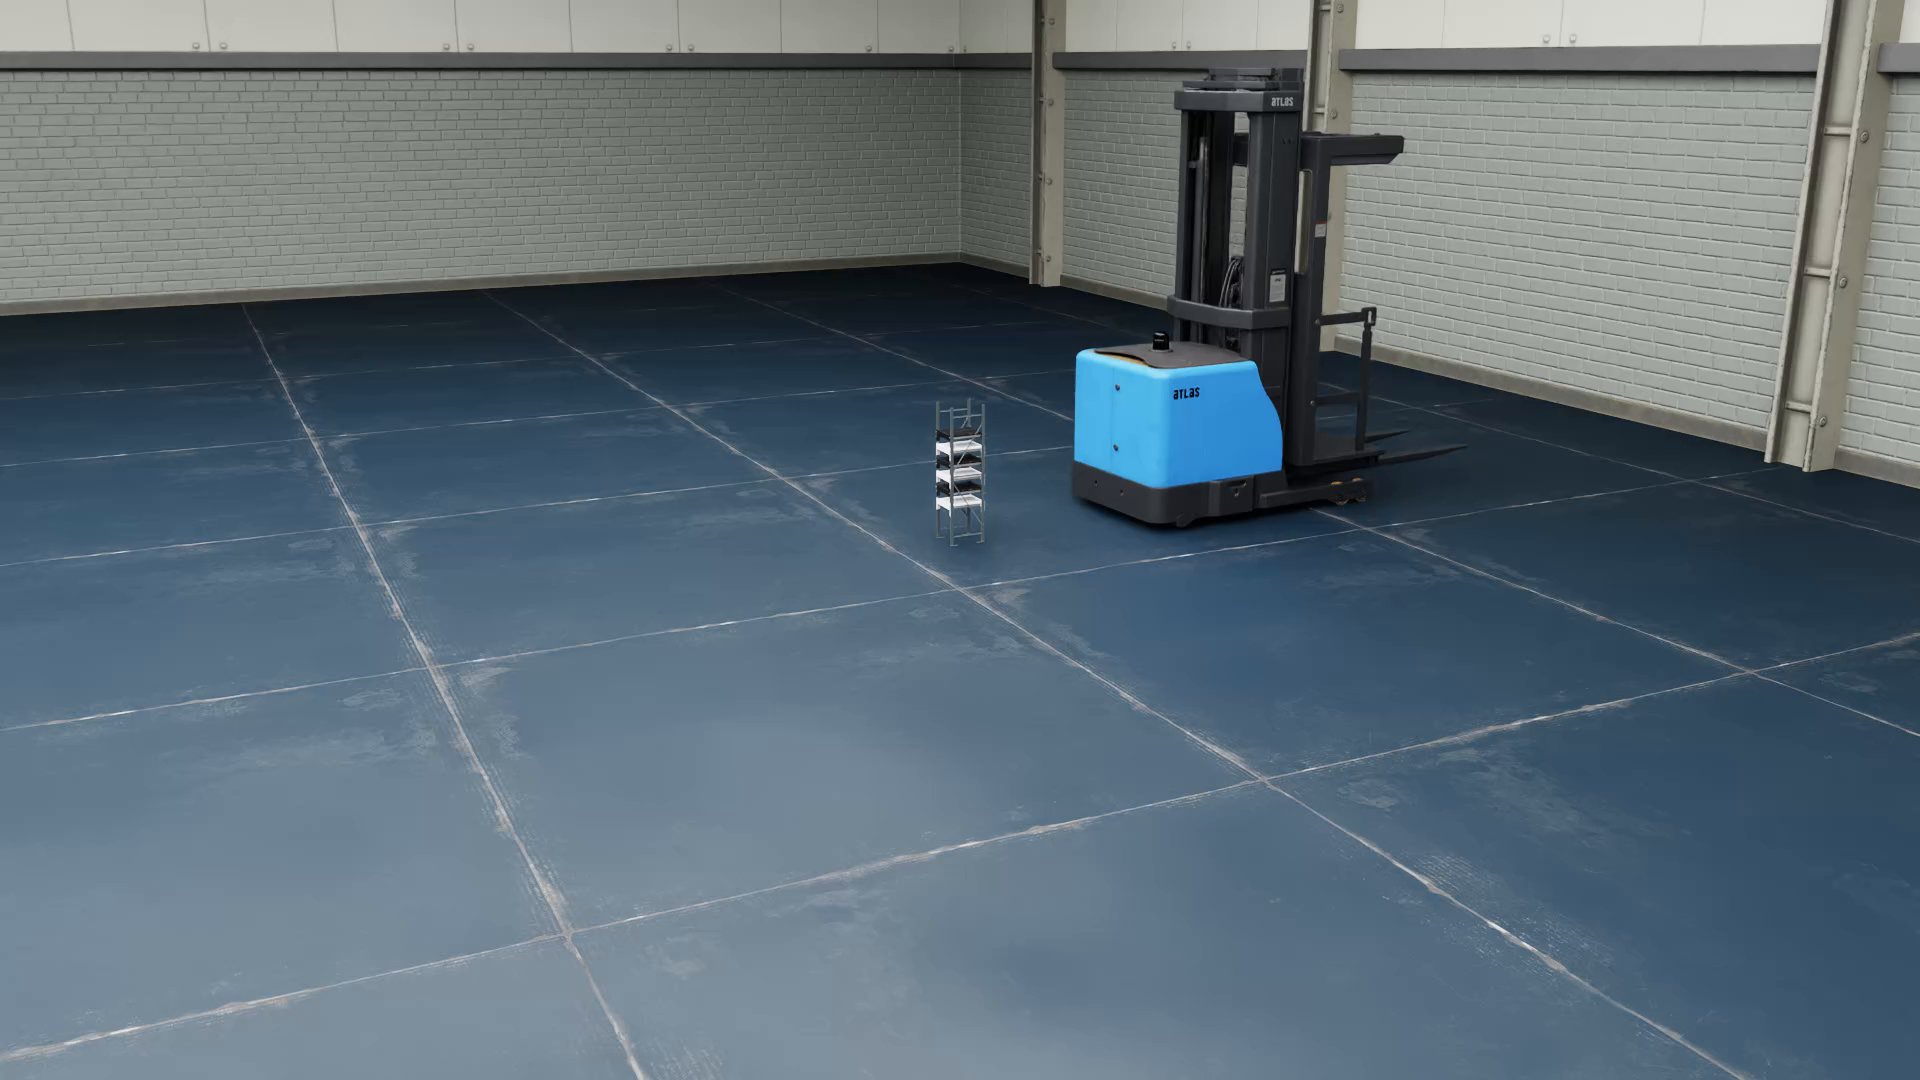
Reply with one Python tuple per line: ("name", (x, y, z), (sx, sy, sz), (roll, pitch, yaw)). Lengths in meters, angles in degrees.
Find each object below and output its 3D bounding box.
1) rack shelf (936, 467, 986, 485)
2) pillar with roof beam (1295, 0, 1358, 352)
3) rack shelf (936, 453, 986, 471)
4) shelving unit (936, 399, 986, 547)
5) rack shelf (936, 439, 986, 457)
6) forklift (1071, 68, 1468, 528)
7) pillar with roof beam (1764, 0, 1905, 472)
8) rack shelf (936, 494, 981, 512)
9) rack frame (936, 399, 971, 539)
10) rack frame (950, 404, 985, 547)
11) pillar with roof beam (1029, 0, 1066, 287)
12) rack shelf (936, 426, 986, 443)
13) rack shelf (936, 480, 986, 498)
("rack shelf", (0.004, -0.398, 10.629), (0.258, 0.077, 0.200), (-8, 18, -25))
("pillar with roof beam", (-0.052, -5.873, 14.902), (9.100, 9.000, 0.400), (-8, 18, -25))
("rack shelf", (0.004, -0.485, 10.604), (0.258, 0.077, 0.200), (-8, 18, -25))
("shelving unit", (0.004, -0.431, 10.620), (0.258, 0.900, 0.210), (-8, 18, -25))
("rack shelf", (0.004, -0.572, 10.579), (0.258, 0.077, 0.200), (-8, 18, -25))
("forklift", (2.315, -1.768, 11.597), (3.031, 2.935, 1.130), (-9, 18, -29))
("pillar with roof beam", (2.577, -4.385, 9.717), (9.100, 9.000, 0.400), (-8, 18, -25))
("rack shelf", (0.004, -0.225, 10.678), (0.258, 0.077, 0.200), (-8, 18, -25))
("rack frame", (-0.041, -0.456, 10.707), (0.240, 0.900, 0.006), (-8, 18, -25))
("rack frame", (0.048, -0.405, 10.532), (0.240, 0.900, 0.006), (-8, 18, -25))
("pillar with roof beam", (-2.680, -7.361, 20.086), (9.100, 9.000, 0.400), (-8, 18, -25))
("rack shelf", (0.004, -0.658, 10.554), (0.258, 0.077, 0.200), (-8, 18, -25))
("rack shelf", (0.004, -0.312, 10.654), (0.258, 0.077, 0.200), (-8, 18, -25))
